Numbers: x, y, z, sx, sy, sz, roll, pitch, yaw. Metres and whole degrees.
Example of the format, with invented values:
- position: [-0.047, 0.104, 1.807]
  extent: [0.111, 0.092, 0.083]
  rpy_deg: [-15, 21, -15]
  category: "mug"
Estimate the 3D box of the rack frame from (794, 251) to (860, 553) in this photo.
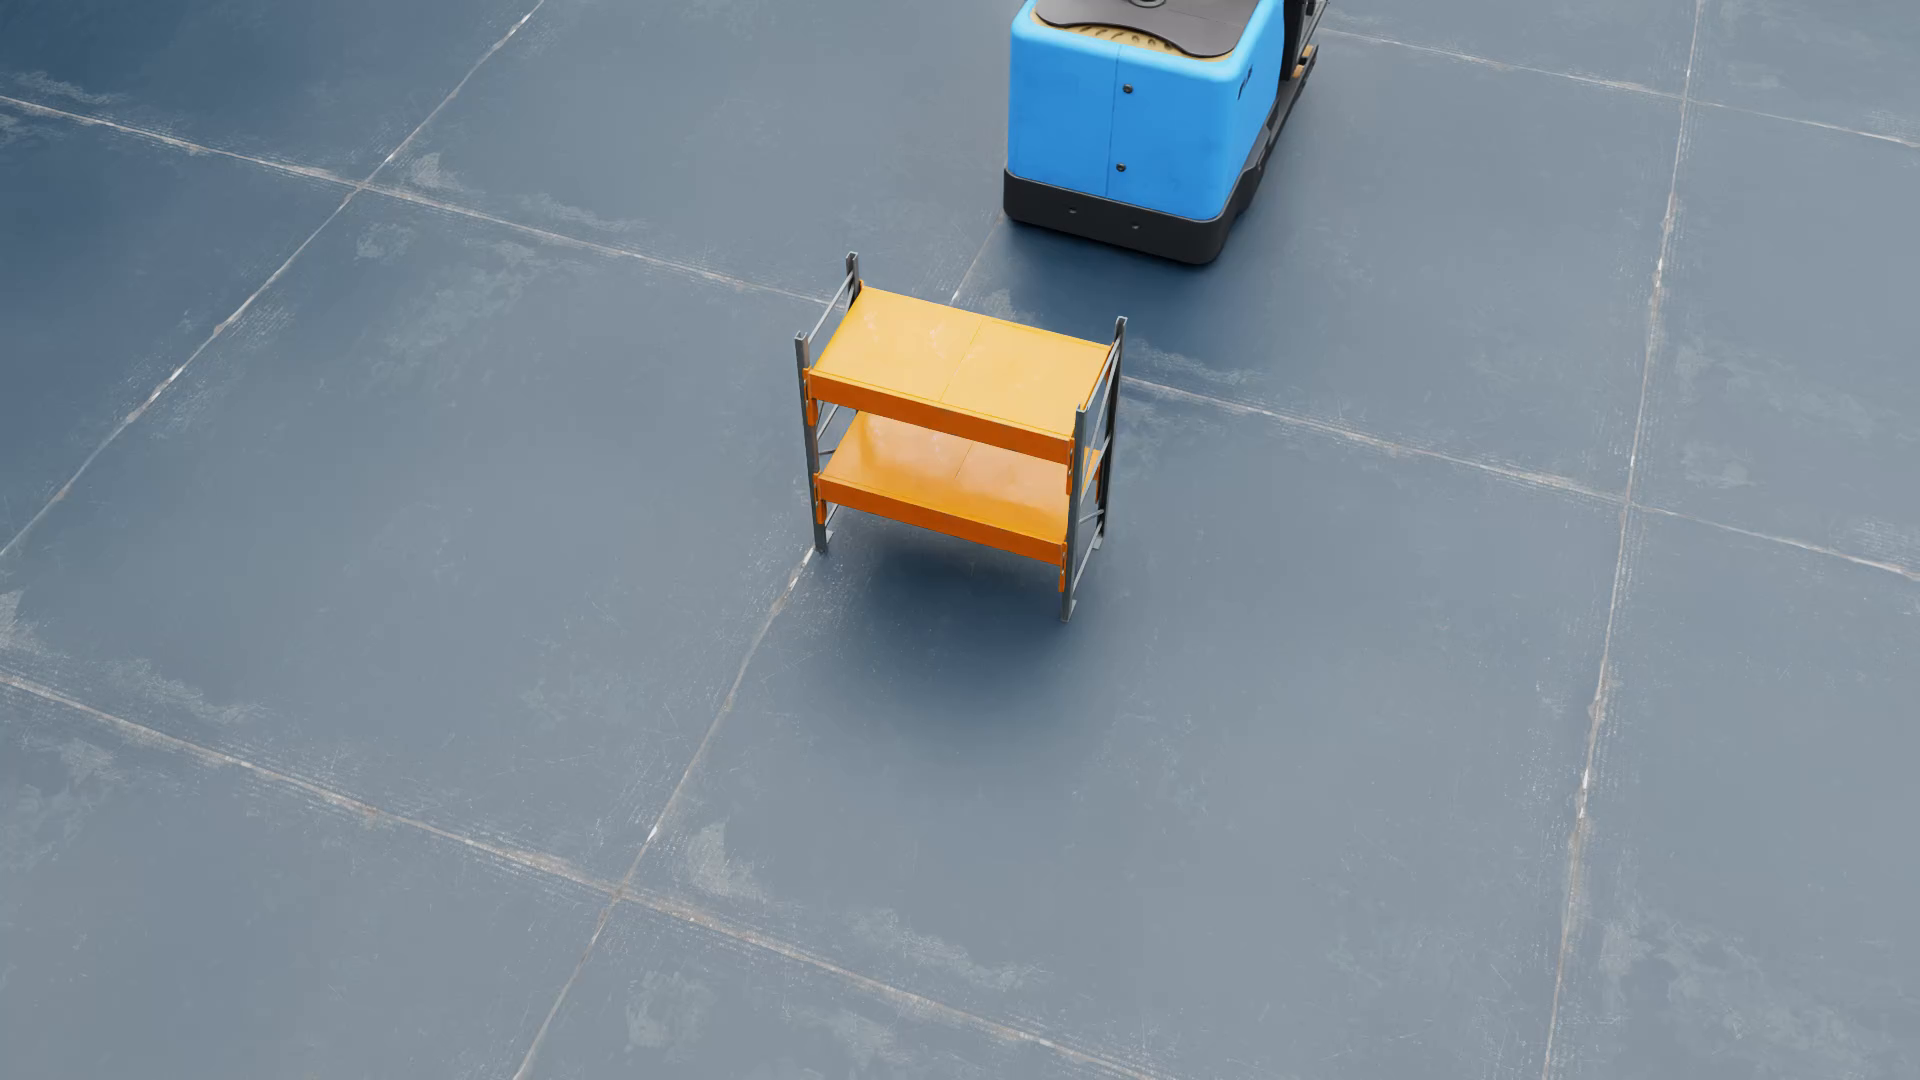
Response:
- position: [-0.471, -0.500, 6.305]
  extent: [0.032, 1.125, 0.500]
  rpy_deg: [16, 51, 13]
  category: "rack frame"

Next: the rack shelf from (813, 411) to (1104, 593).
- position: [0.006, -0.206, 6.375]
  extent: [1.000, 0.278, 0.538]
  rpy_deg: [16, 51, 13]
  category: "rack shelf"

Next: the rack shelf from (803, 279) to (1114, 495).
- position: [0.006, -0.558, 5.969]
  extent: [1.000, 0.278, 0.538]
  rpy_deg: [16, 51, 13]
  category: "rack shelf"

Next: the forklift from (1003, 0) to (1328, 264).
- position: [1.226, -3.361, 7.590]
  extent: [1.130, 2.935, 3.031]
  rpy_deg: [17, 51, 14]
  category: "forklift"

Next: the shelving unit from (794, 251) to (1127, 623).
- position: [0.006, -0.367, 6.190]
  extent: [1.048, 1.125, 0.538]
  rpy_deg: [16, 51, 13]
  category: "shelving unit"

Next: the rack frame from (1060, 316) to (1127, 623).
- position: [0.483, -0.234, 6.075]
  extent: [0.032, 1.125, 0.500]
  rpy_deg: [16, 51, 13]
  category: "rack frame"
